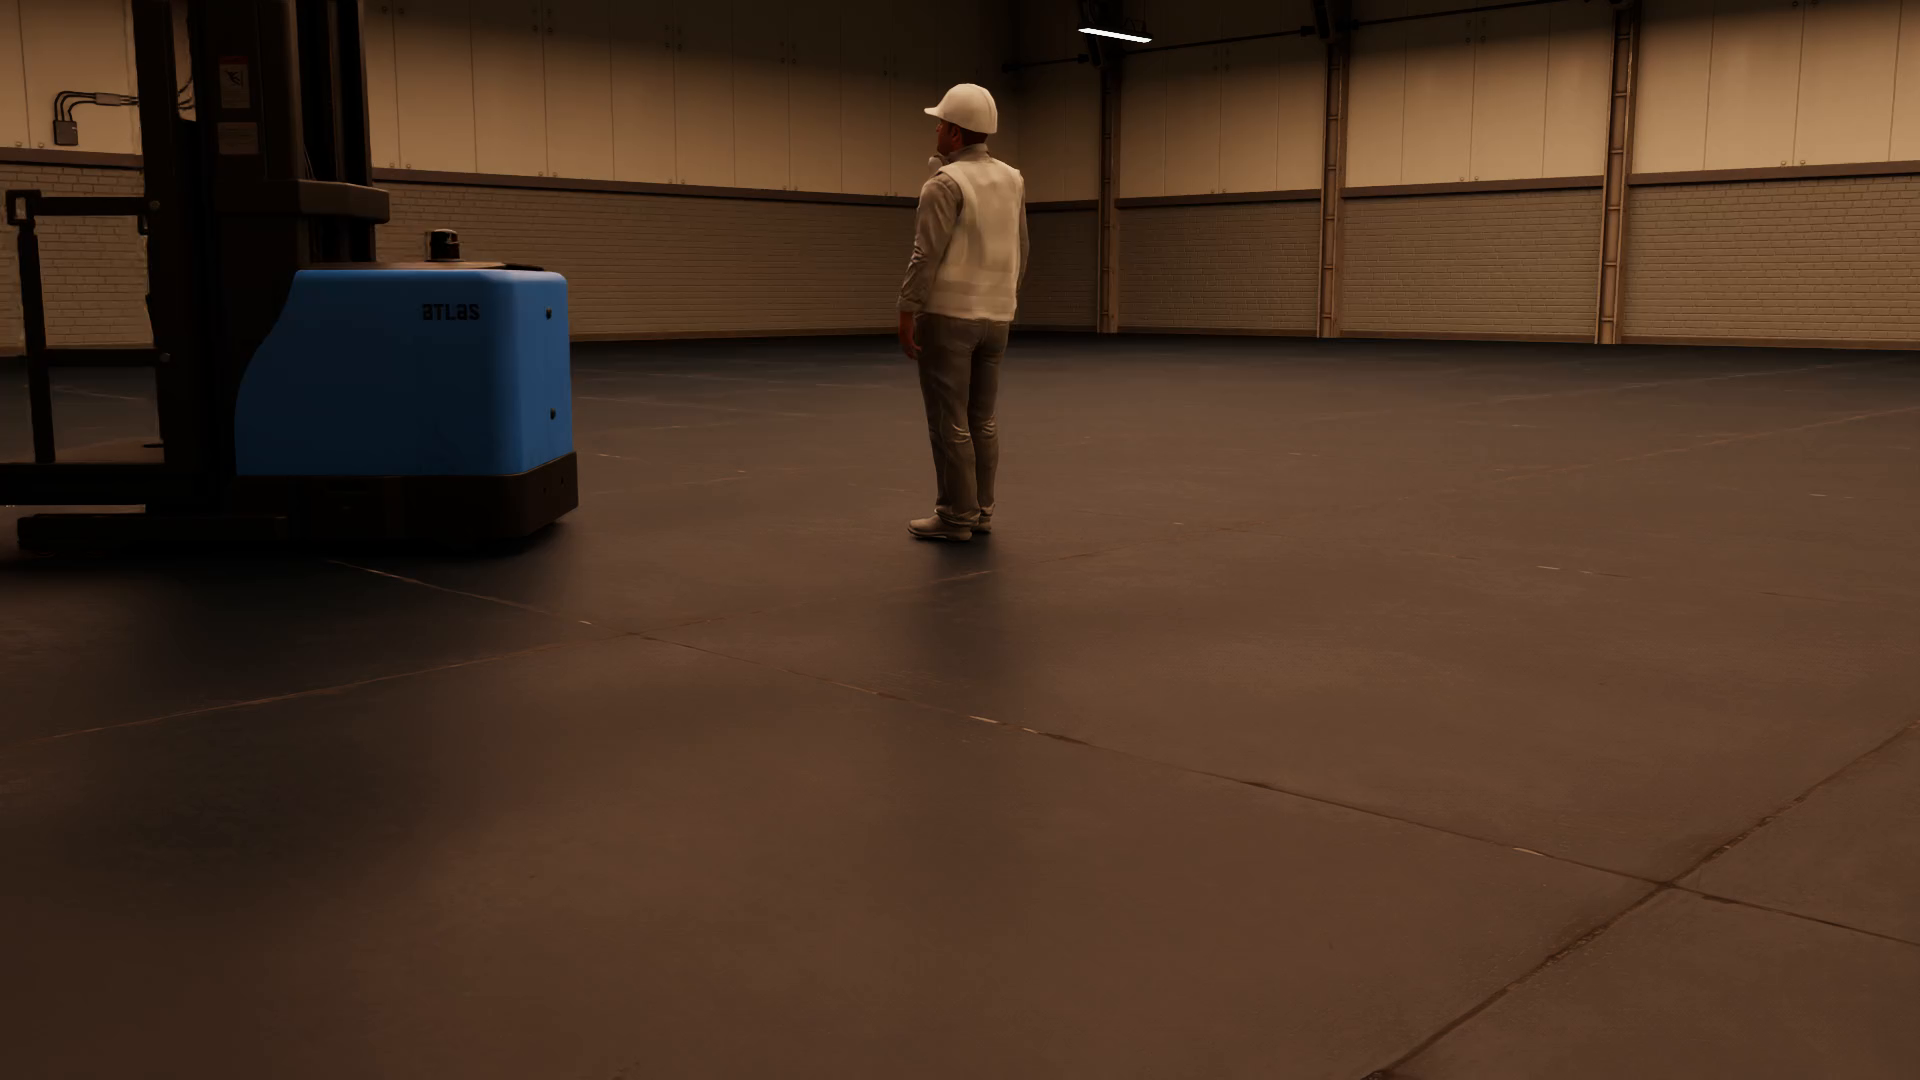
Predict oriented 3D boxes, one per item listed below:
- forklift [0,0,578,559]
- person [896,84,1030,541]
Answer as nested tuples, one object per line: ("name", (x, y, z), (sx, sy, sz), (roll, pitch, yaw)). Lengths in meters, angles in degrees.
("forklift", (-3.166, -1.459, 6.561), (3.031, 2.935, 1.130), (0, 9, 0))
("person", (-0.041, -0.891, 6.633), (0.565, 1.776, 0.634), (8, 12, 43))
